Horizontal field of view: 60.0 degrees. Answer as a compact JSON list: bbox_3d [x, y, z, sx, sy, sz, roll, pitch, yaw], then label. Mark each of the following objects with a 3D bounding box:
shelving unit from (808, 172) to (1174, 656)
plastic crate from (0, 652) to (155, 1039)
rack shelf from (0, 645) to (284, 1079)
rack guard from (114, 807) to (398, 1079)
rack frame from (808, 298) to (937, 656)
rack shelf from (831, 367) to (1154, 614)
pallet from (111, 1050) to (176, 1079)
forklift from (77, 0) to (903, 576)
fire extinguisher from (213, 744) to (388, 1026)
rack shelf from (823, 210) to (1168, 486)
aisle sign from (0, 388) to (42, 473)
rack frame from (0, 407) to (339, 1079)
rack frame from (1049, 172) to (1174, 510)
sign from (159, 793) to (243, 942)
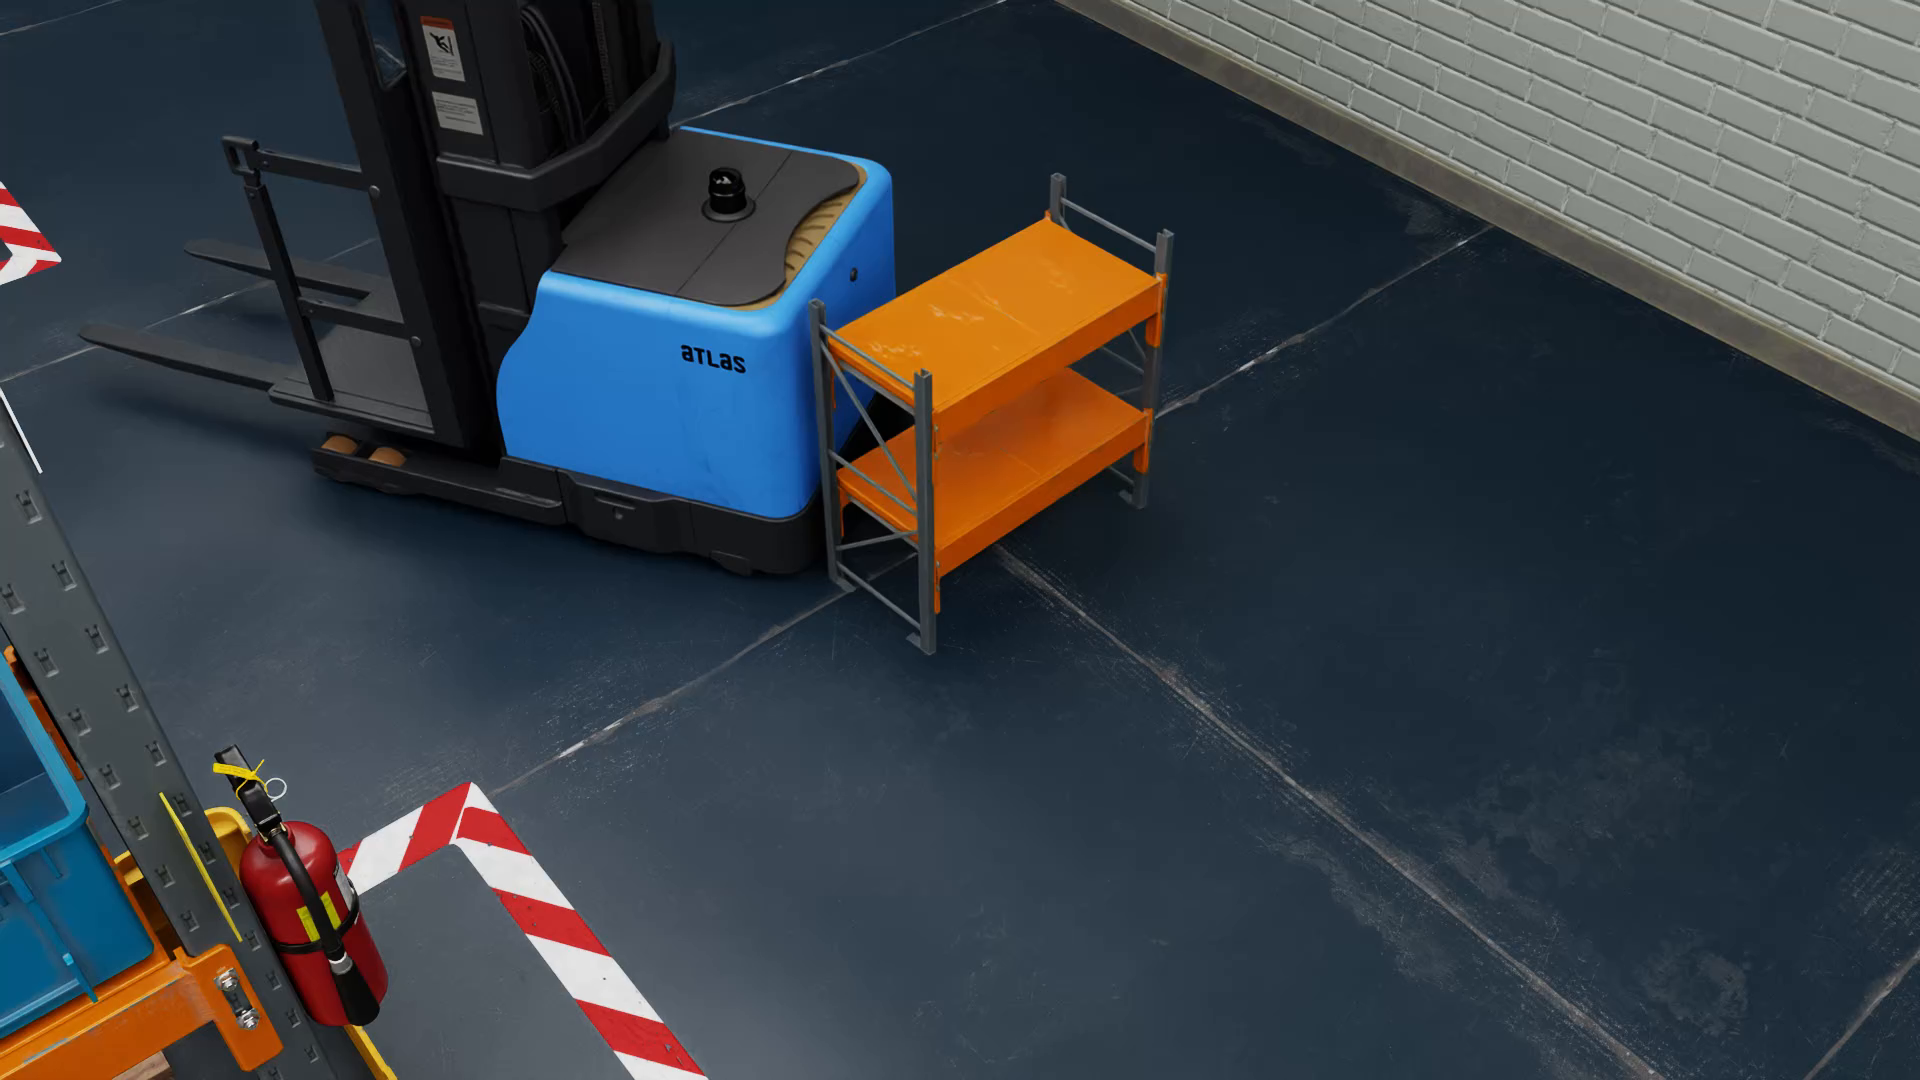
[{"bbox_3d":[0.108,-0.407,5.361,1.048,1.125,0.538,-33,52,-30],"label":"shelving unit"},{"bbox_3d":[-1.797,0.551,2.903,0.499,0.435,0.616,-30,51,-28],"label":"plastic crate"},{"bbox_3d":[-3.194,1.481,2.507,4.000,0.370,1.077,-30,51,-28],"label":"rack shelf"},{"bbox_3d":[-1.650,1.234,4.071,0.348,0.500,1.175,-30,51,-28],"label":"rack guard"},{"bbox_3d":[-0.260,-0.166,5.105,0.032,1.125,0.500,-33,52,-30],"label":"rack frame"},{"bbox_3d":[0.108,-0.229,5.529,1.000,0.278,0.538,-33,52,-30],"label":"rack shelf"},{"bbox_3d":[-2.318,1.699,3.787,1.213,0.211,1.003,-30,51,-28],"label":"pallet"},{"bbox_3d":[-1.784,-1.559,5.270,3.031,2.935,1.130,13,45,14],"label":"forklift"},{"bbox_3d":[-1.253,0.677,3.167,0.183,0.674,0.296,-30,51,-28],"label":"fire extinguisher"},{"bbox_3d":[0.108,-0.620,5.161,1.000,0.278,0.538,-33,52,-30],"label":"rack shelf"},{"bbox_3d":[-1.417,-0.485,2.176,0.004,0.787,0.394,-30,51,-28],"label":"aisle sign"},{"bbox_3d":[-1.660,0.340,3.197,0.127,3.000,1.000,-30,51,-28],"label":"rack frame"},{"bbox_3d":[0.475,-0.647,5.618,0.032,1.125,0.500,-33,52,-30],"label":"rack frame"},{"bbox_3d":[-1.295,0.563,2.841,0.005,0.325,0.100,-30,51,-28],"label":"sign"}]
